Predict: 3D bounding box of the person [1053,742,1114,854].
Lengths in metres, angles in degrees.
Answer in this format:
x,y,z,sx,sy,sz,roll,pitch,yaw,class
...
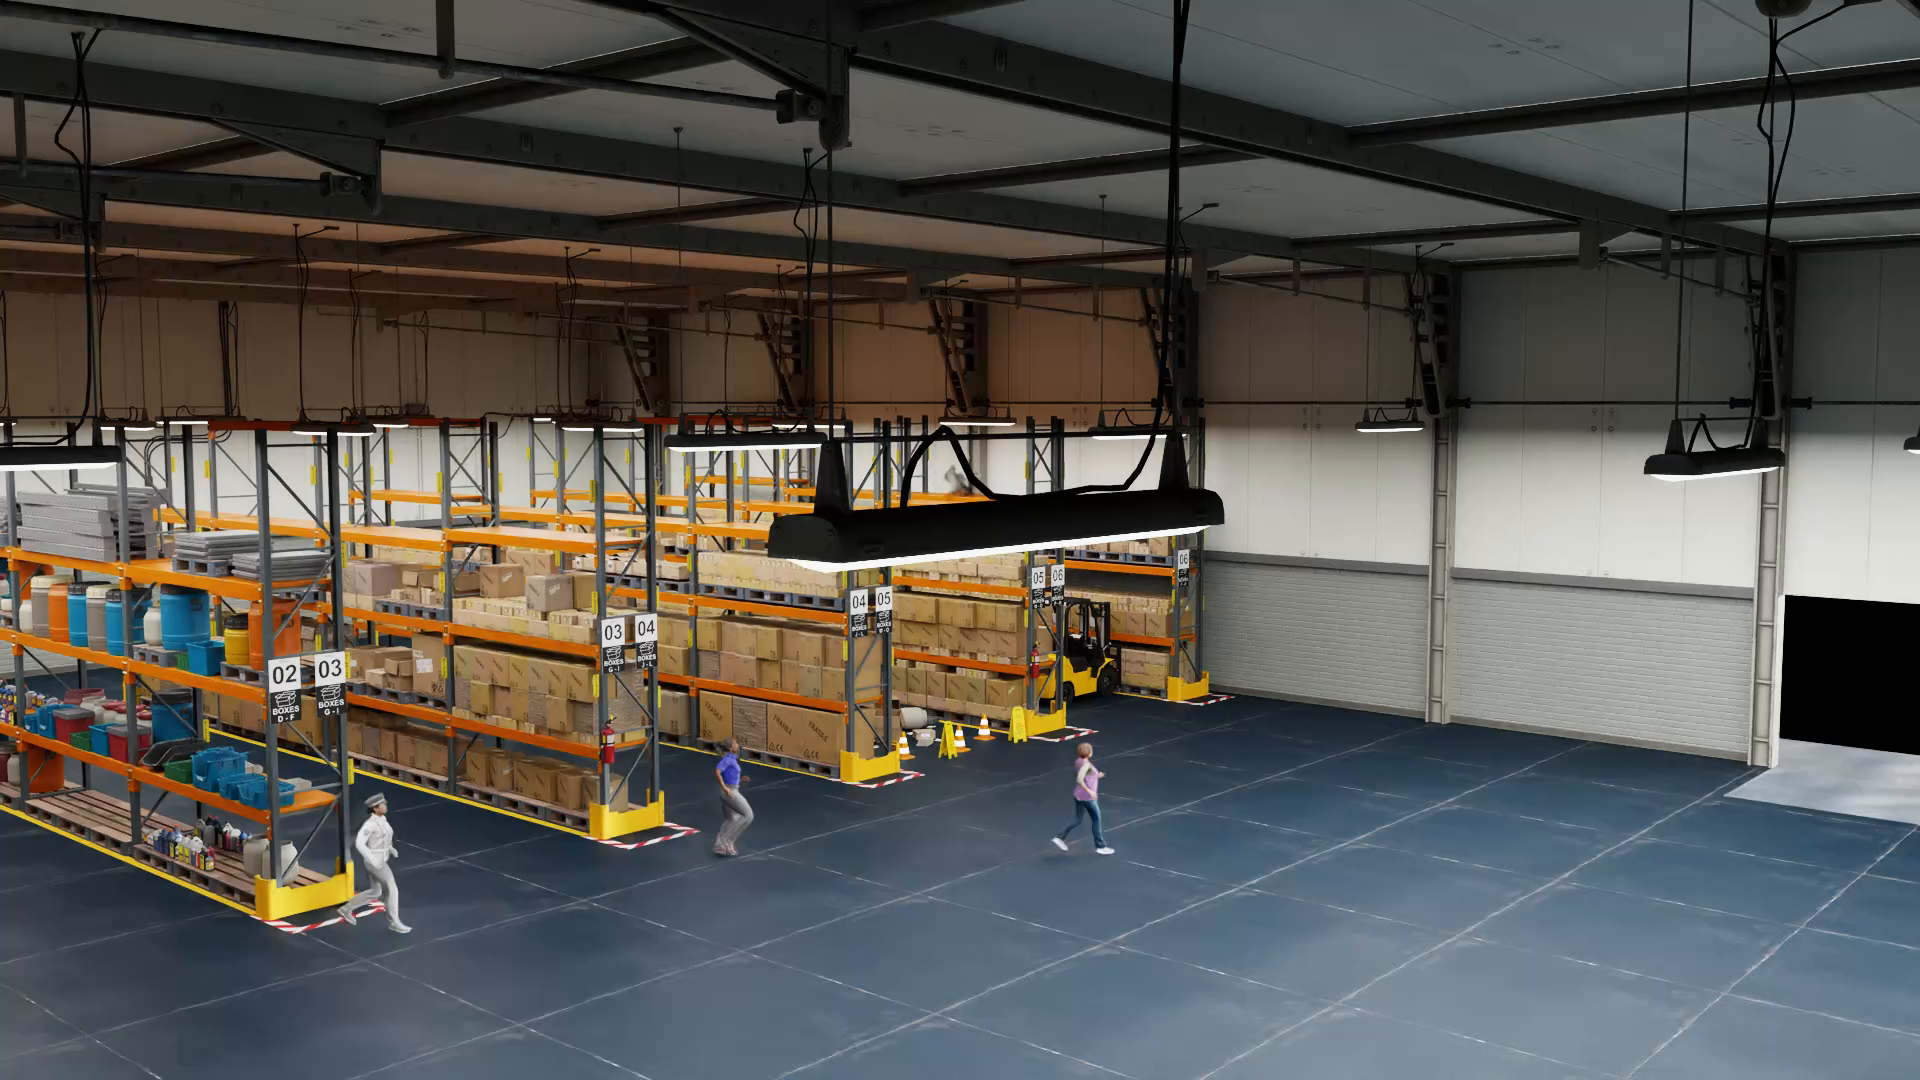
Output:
x,y,z,sx,sy,sz,roll,pitch,yaw,class
1.729,3.595,23.097,0.893,1.585,0.537,-2,5,-20,person

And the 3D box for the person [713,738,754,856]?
x,y,z,sx,sy,sz,roll,pitch,yaw,class
-3.209,3.587,23.354,0.572,1.593,0.584,-1,5,-15,person

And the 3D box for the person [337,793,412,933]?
x,y,z,sx,sy,sz,roll,pitch,yaw,class
-7.000,3.857,19.835,0.863,1.702,0.640,-1,5,-11,person
